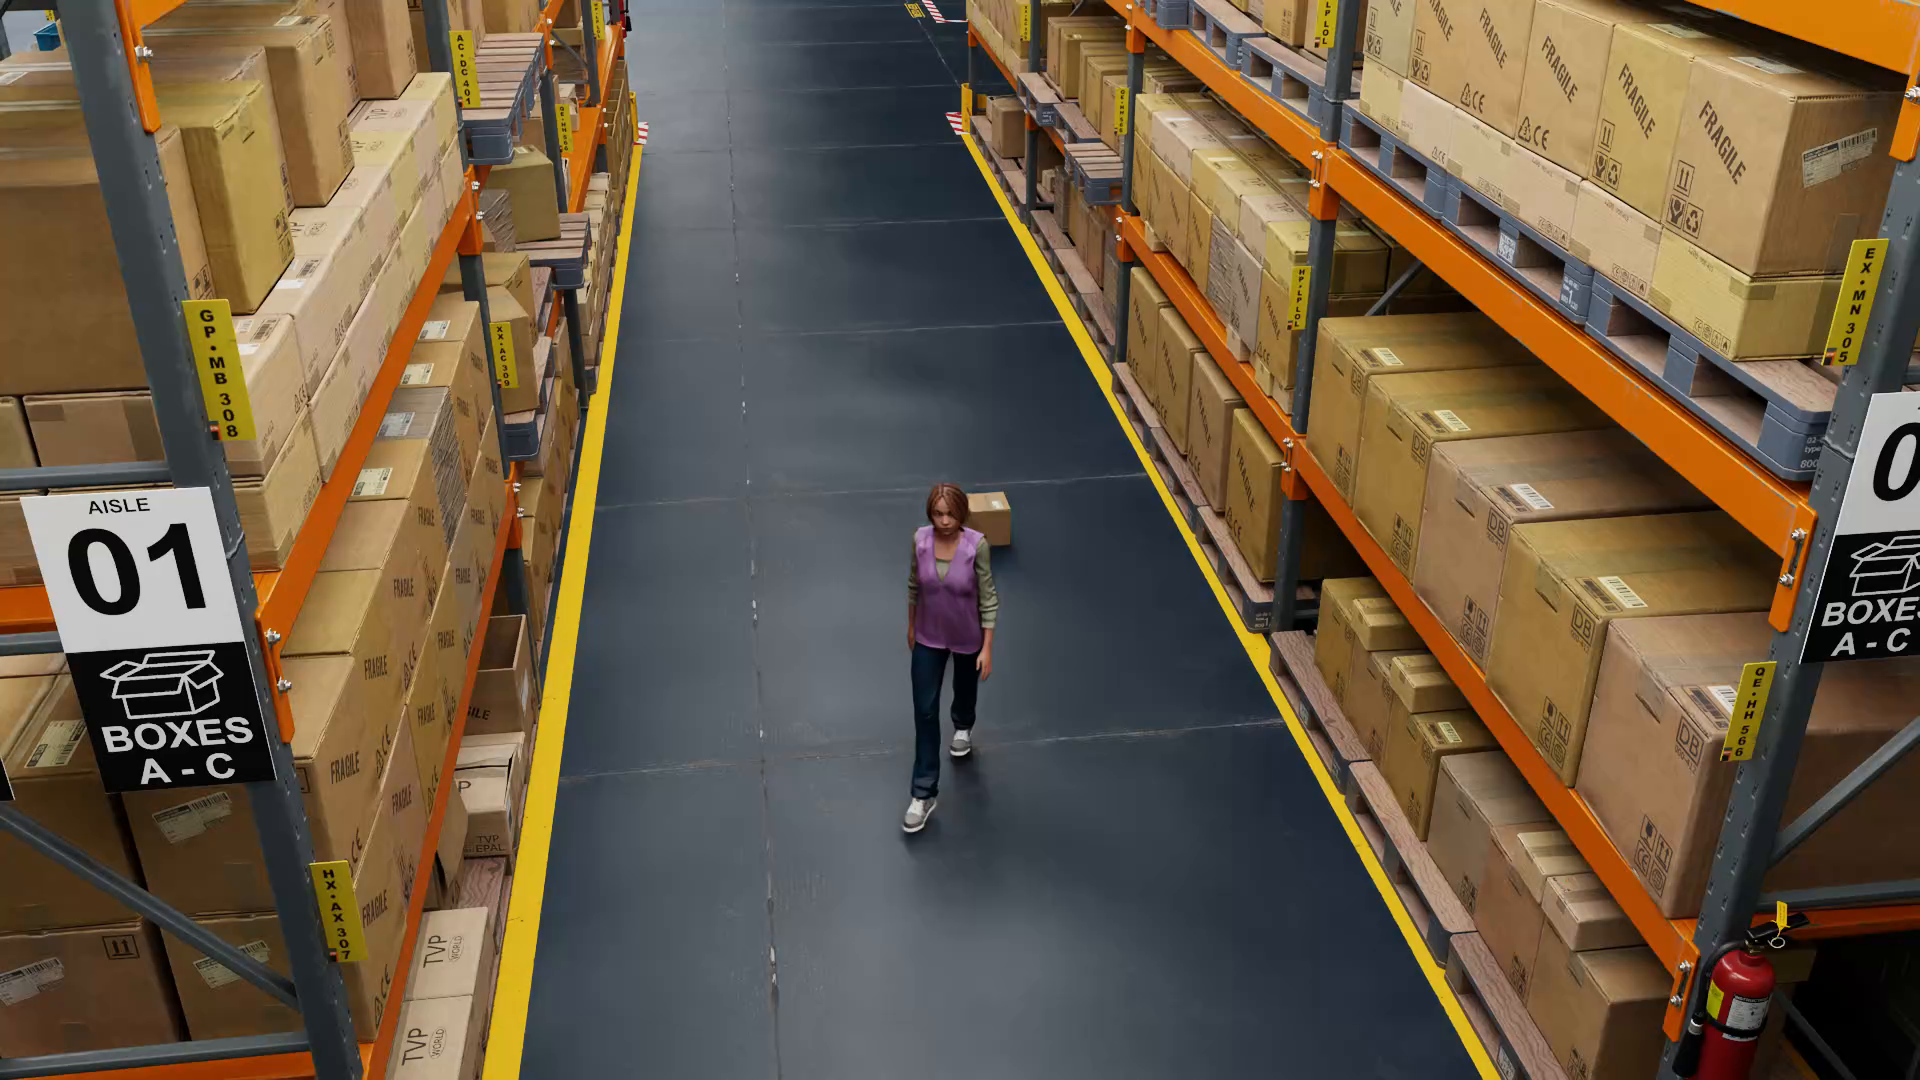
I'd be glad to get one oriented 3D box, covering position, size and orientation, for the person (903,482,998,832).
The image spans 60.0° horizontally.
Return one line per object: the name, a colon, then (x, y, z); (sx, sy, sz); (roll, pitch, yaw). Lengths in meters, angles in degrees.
person: (-0.049, 0.478, 7.685); (0.449, 1.547, 0.909); (3, 28, 6)
